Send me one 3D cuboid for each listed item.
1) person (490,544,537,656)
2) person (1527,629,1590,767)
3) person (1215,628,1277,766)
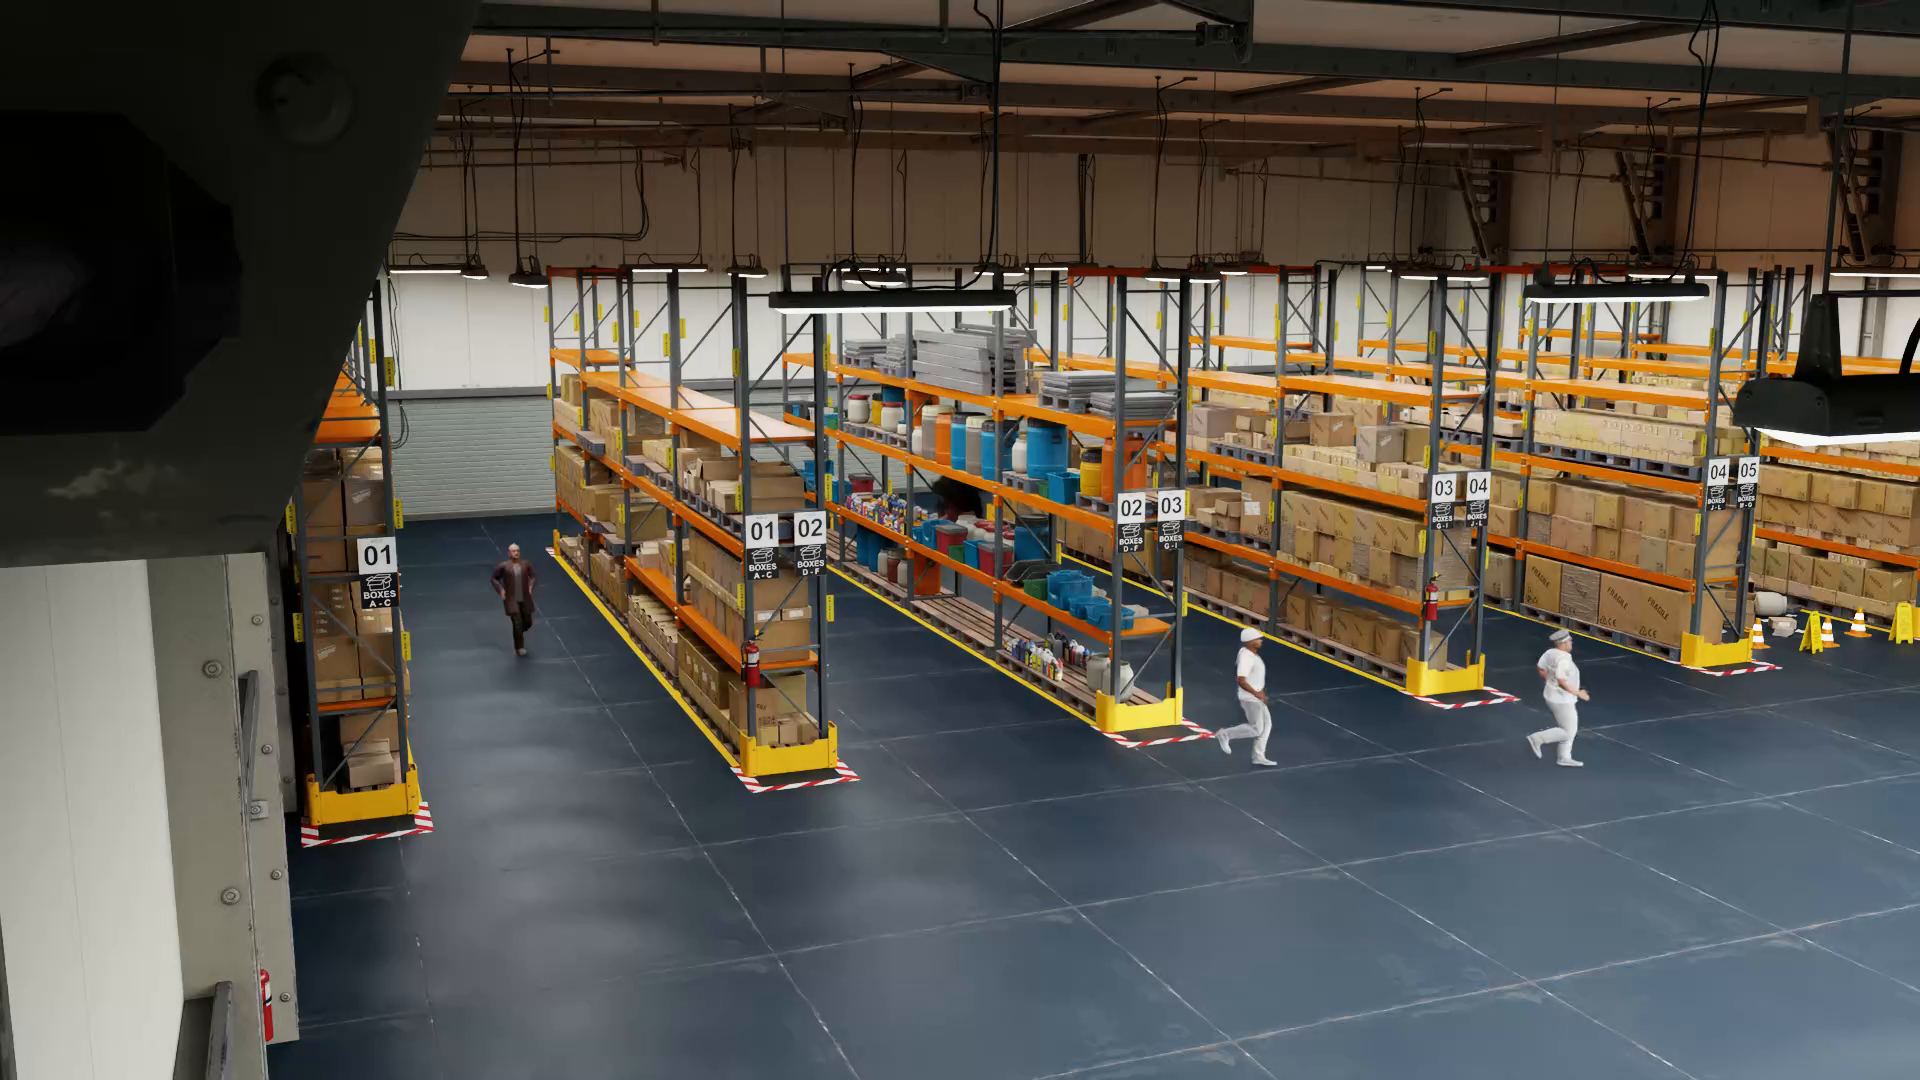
[{"bbox_3d":[-7.031,0.927,26.321,0.715,1.733,0.813,-6,11,-30],"label":"person"},{"bbox_3d":[7.357,1.949,20.491,0.752,1.757,0.663,0,10,0],"label":"person"},{"bbox_3d":[3.569,1.939,20.618,0.766,1.737,0.717,2,10,13],"label":"person"}]
